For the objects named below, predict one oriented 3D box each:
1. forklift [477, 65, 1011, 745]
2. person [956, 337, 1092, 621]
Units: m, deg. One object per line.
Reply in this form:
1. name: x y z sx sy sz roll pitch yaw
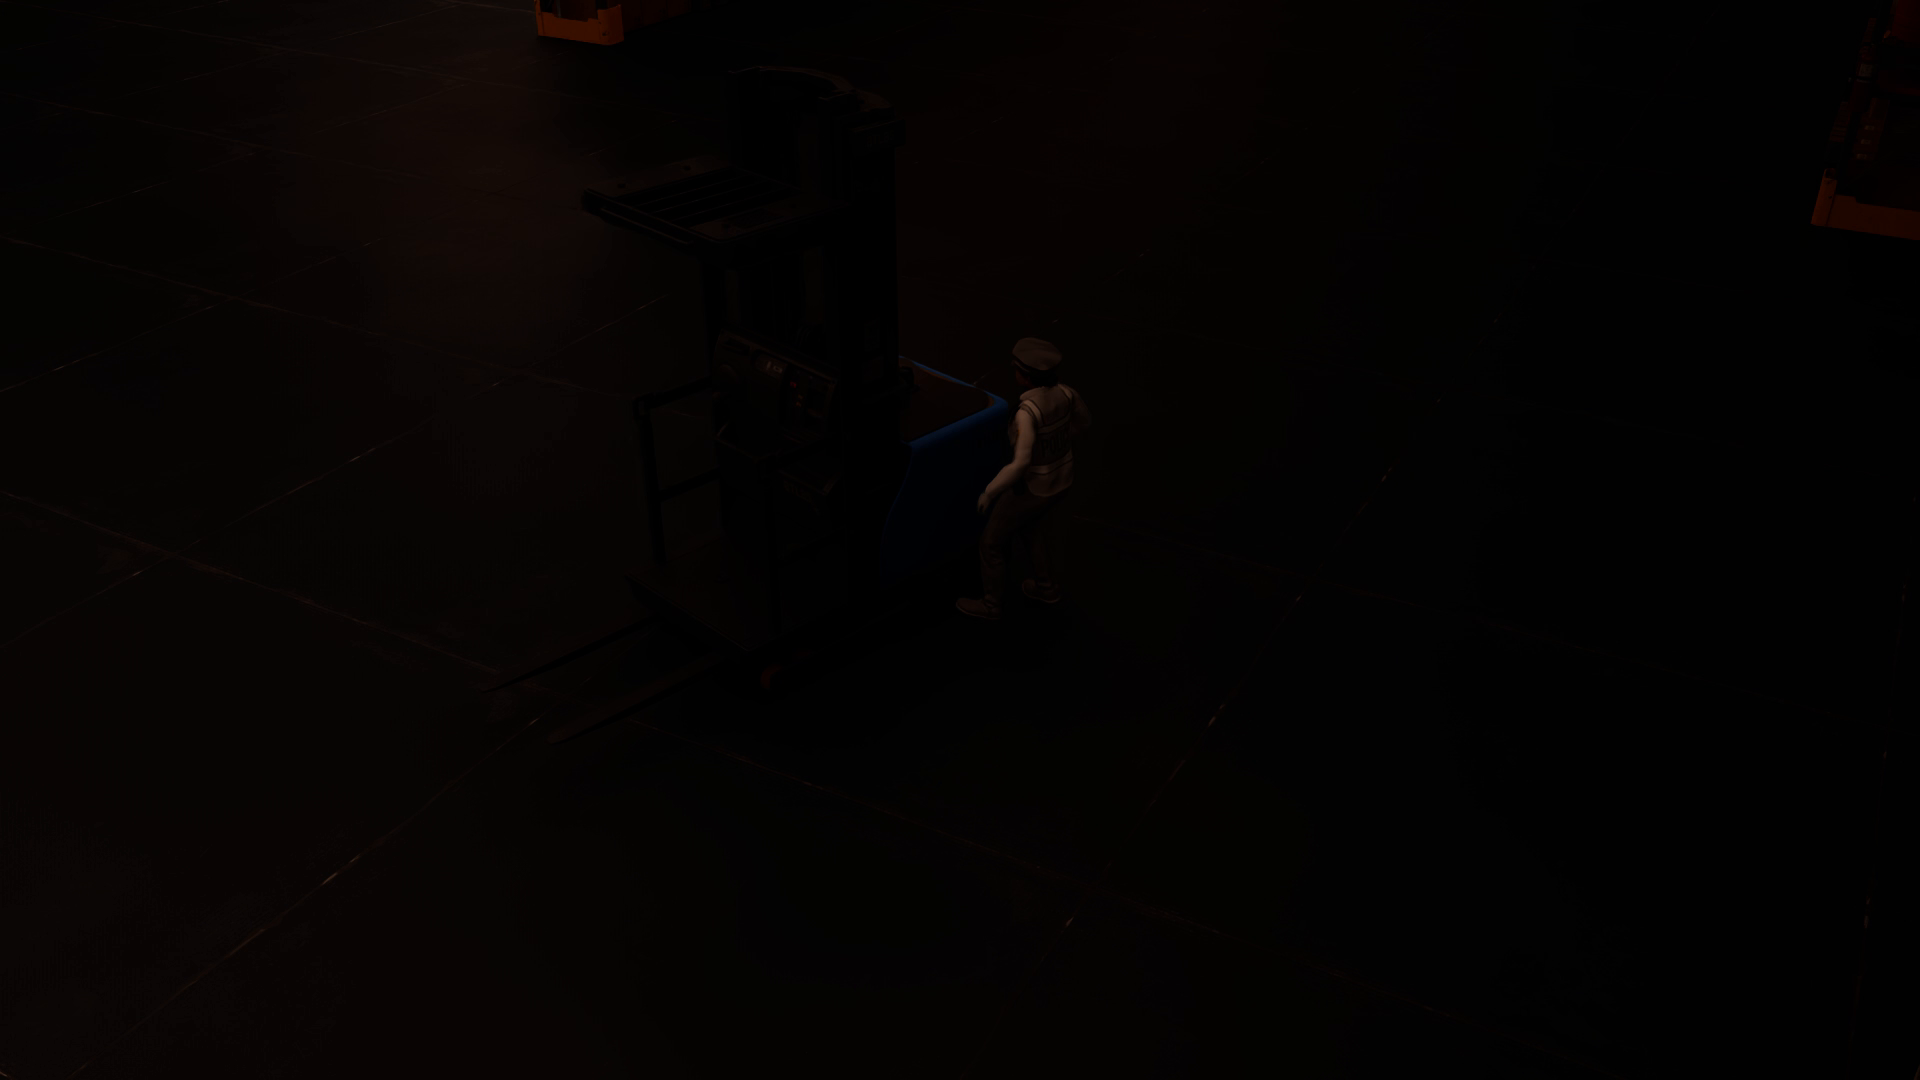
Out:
1. forklift: -1.103 -0.759 8.386 3.031 2.935 1.130 -27 39 -38
2. person: 0.335 -0.336 8.976 0.529 1.631 0.822 23 37 34
